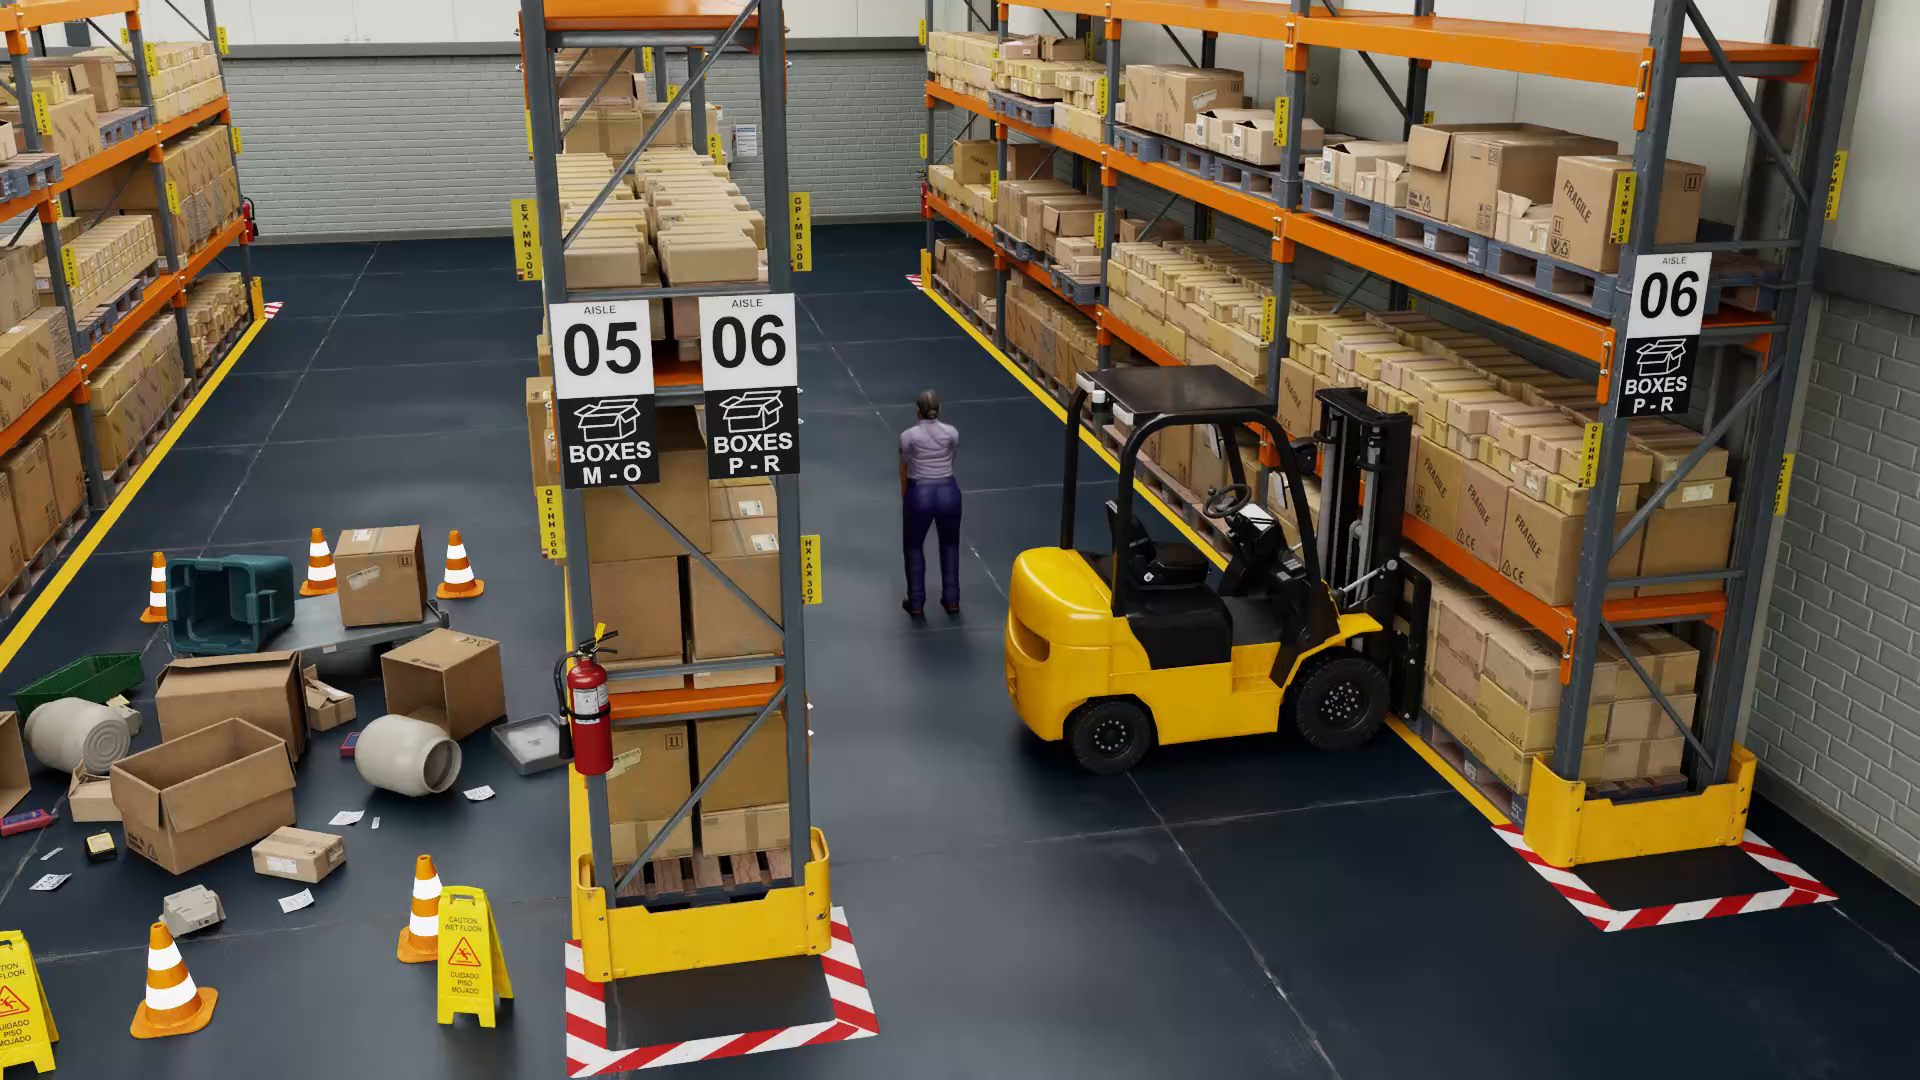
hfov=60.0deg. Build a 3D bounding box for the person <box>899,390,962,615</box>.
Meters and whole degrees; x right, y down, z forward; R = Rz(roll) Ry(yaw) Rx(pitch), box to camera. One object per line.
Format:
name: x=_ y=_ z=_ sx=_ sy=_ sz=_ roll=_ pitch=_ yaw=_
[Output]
person: x=-0.230 y=-0.287 z=11.927 sx=0.435 sy=1.633 sz=0.534 roll=-5 pitch=20 yaw=-13
